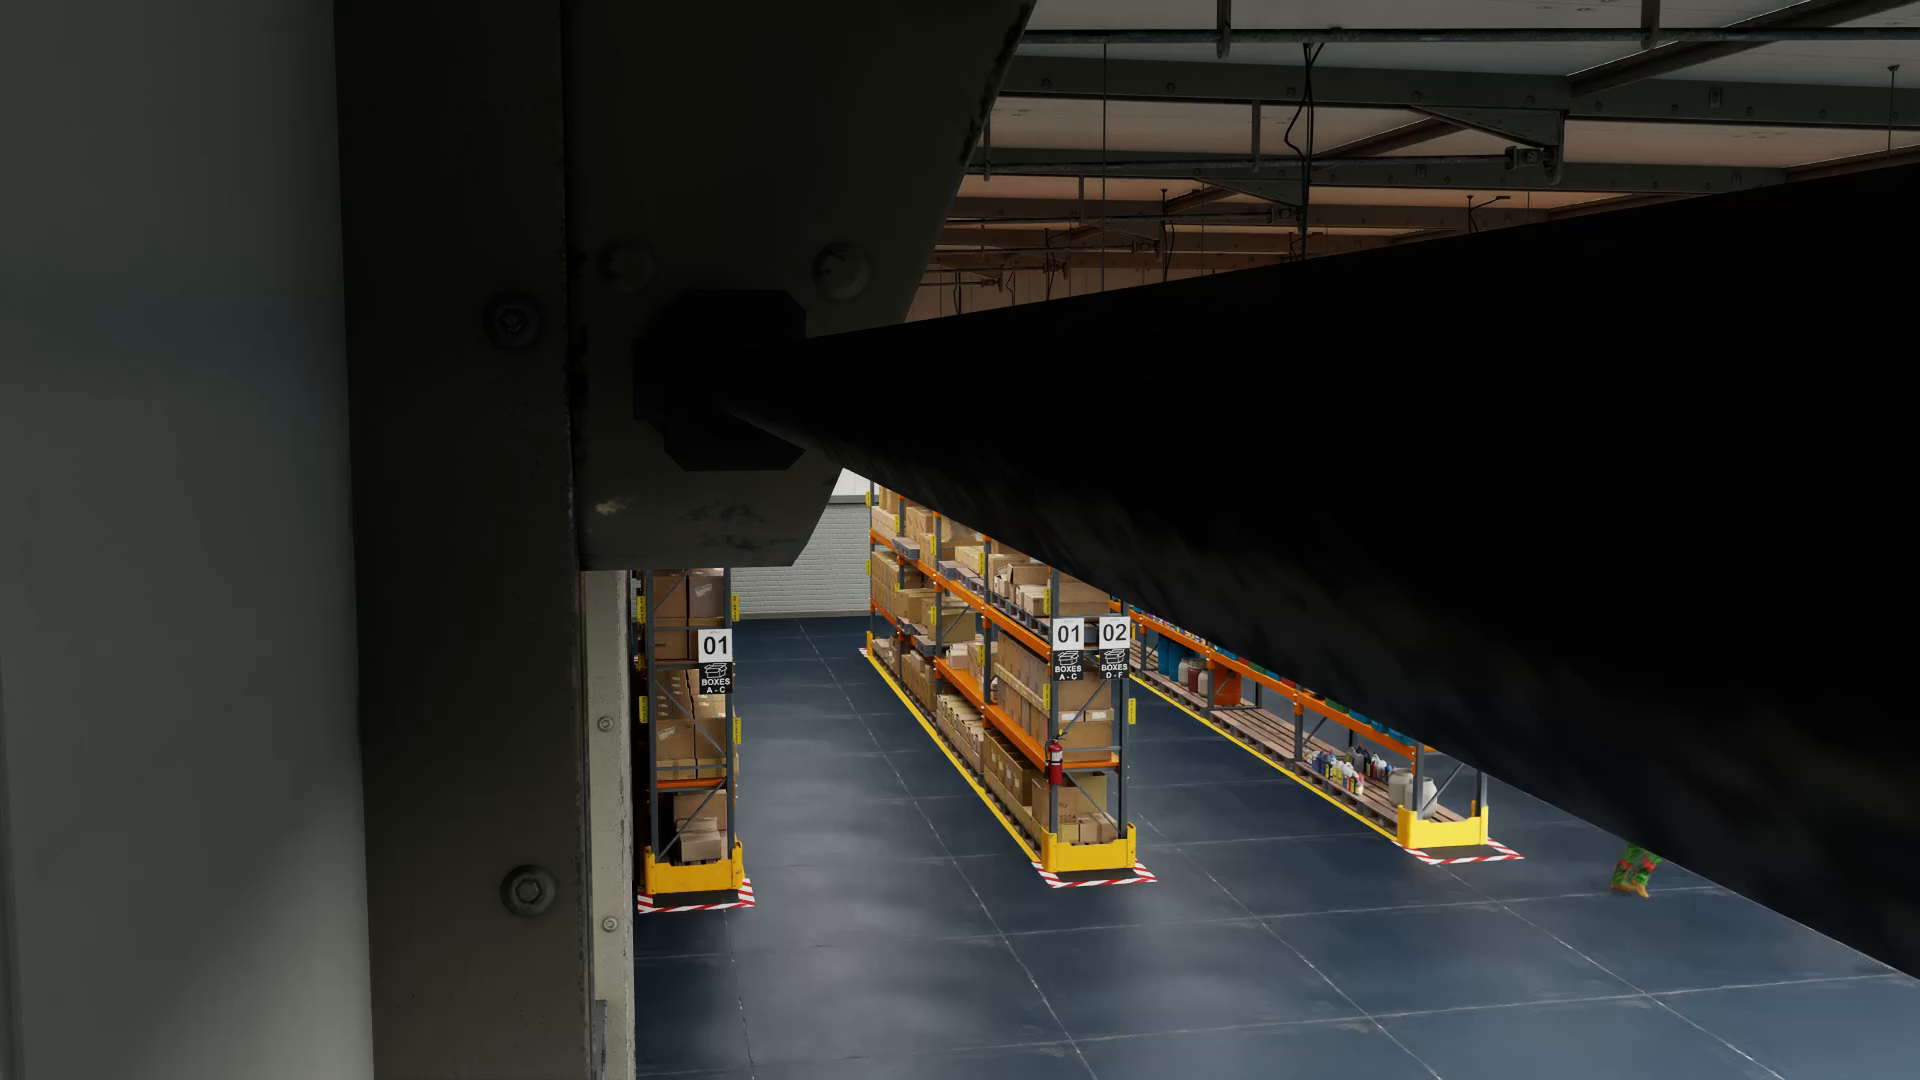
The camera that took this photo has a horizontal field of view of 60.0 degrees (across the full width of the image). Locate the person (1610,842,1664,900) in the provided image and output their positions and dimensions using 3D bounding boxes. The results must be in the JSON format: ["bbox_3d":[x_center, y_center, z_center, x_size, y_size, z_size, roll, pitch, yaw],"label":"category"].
[{"bbox_3d":[8.197,3.382,19.897,0.709,1.806,0.620,3,7,25],"label":"person"}]
